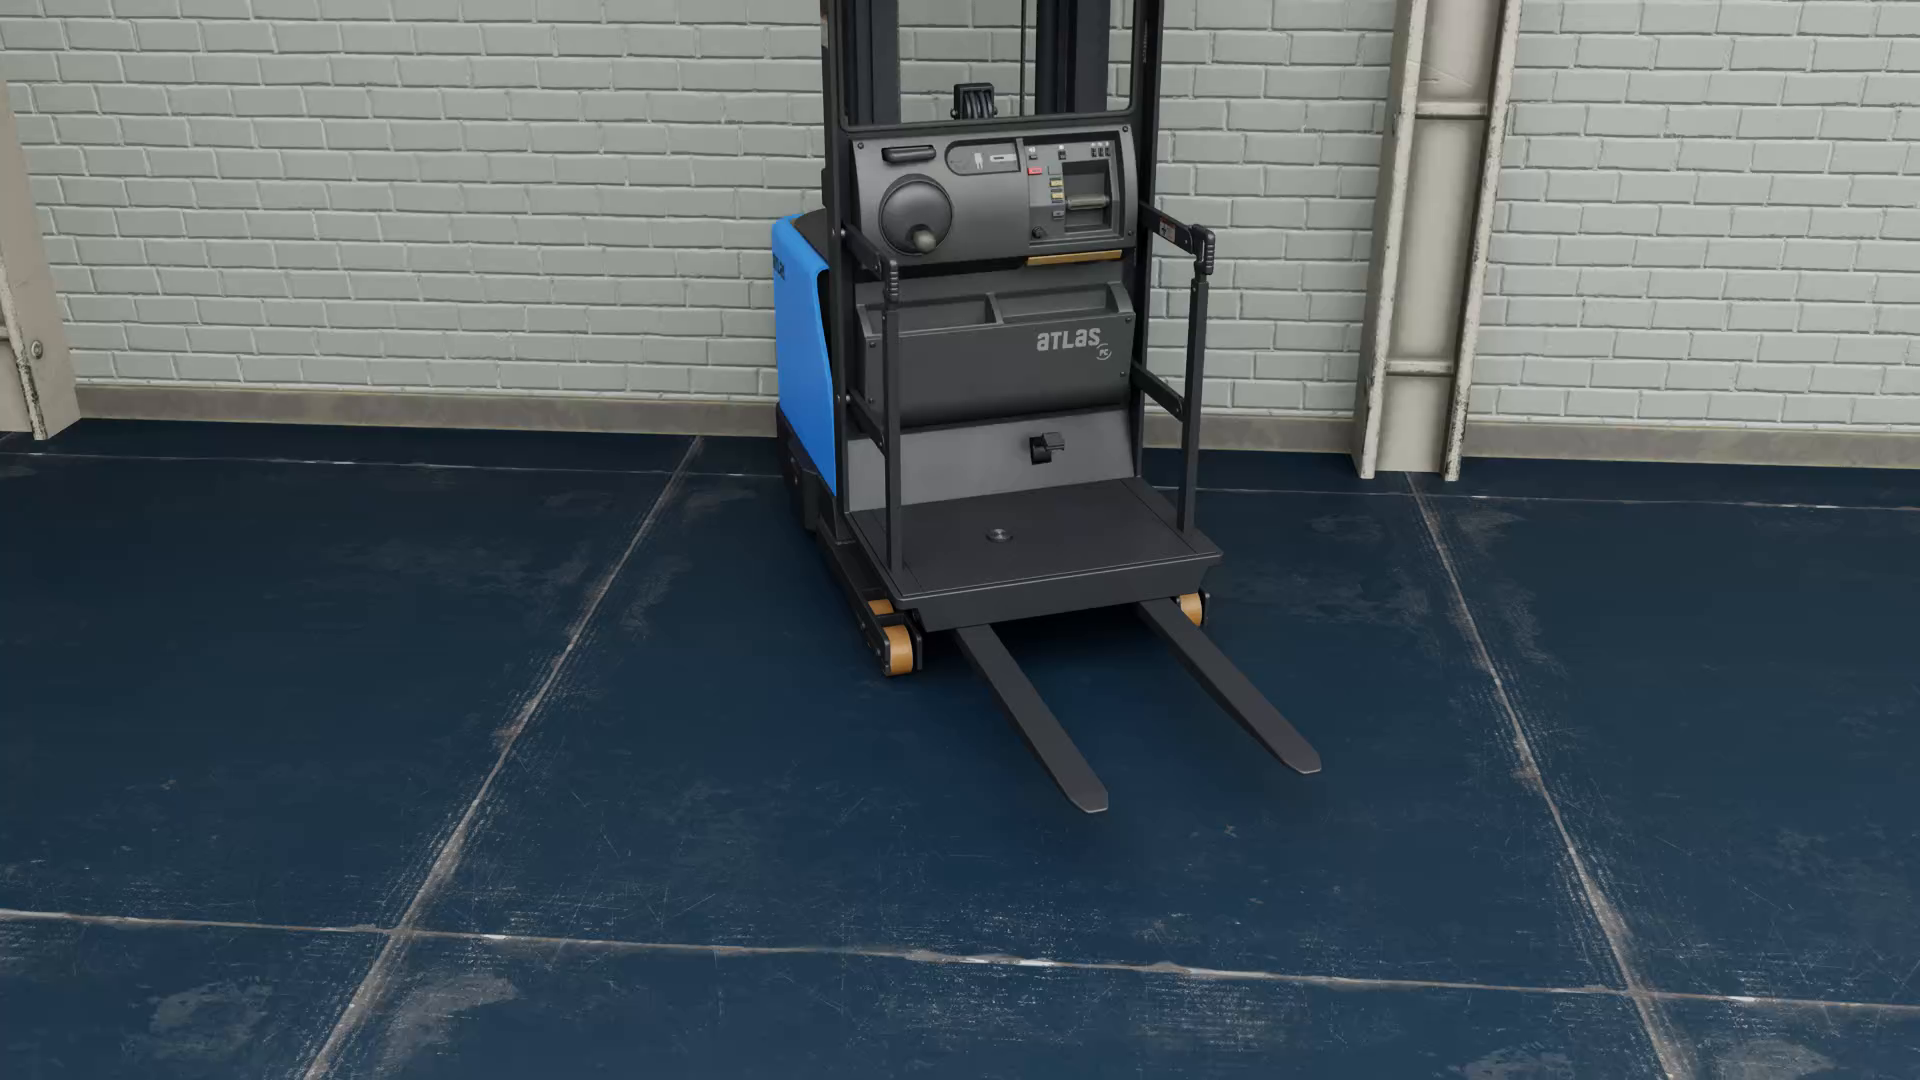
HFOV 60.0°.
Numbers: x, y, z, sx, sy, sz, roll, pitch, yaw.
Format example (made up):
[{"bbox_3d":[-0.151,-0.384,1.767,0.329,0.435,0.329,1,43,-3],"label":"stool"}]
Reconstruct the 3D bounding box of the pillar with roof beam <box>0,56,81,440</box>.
[{"bbox_3d":[-4.467,-2.797,1.563,0.400,9.000,9.100,2,25,4],"label":"pillar with roof beam"}]

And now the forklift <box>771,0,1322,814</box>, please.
[{"bbox_3d":[0.187,-1.083,5.097,1.130,2.935,3.031,-7,26,-16],"label":"forklift"}]

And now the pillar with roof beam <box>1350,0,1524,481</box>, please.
[{"bbox_3d":[1.515,-2.605,1.146,0.400,9.000,9.100,2,25,4],"label":"pillar with roof beam"}]
